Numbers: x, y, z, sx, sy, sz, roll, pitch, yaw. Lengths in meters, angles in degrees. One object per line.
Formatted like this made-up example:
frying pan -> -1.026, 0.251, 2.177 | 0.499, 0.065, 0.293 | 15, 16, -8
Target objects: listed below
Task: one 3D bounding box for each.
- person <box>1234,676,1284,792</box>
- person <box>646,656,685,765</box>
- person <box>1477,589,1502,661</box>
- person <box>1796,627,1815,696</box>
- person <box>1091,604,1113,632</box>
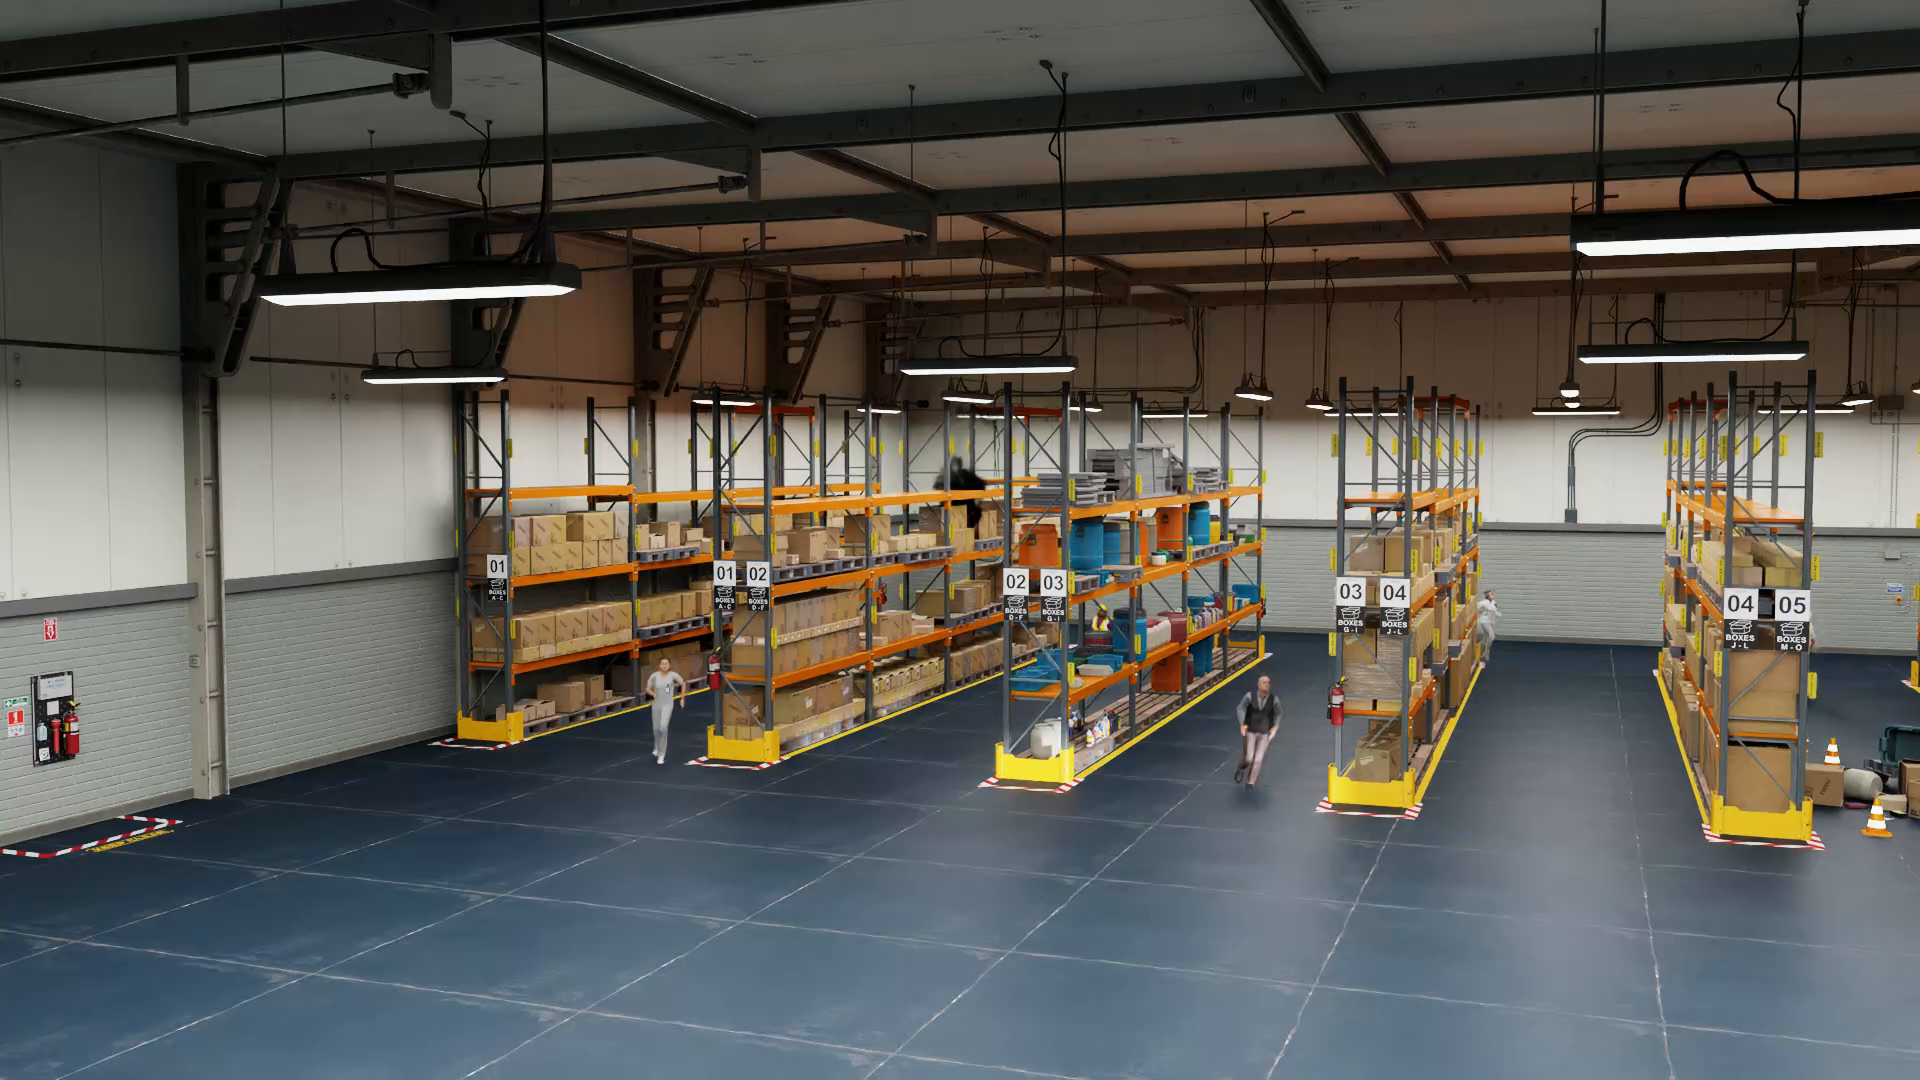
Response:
person -> 4.399, 2.828, 24.413 | 0.700, 1.674, 0.559 | 0, 3, 4
person -> -4.730, 2.705, 26.683 | 0.607, 1.710, 0.782 | 0, 3, 3
person -> 12.475, 2.014, 39.364 | 0.634, 1.730, 0.718 | -2, 4, -36
person -> 16.927, 2.278, 33.675 | 0.654, 1.744, 0.532 | 1, 3, 14
person -> 2.959, 2.229, 34.613 | 0.664, 1.796, 0.713 | 1, 3, 24
